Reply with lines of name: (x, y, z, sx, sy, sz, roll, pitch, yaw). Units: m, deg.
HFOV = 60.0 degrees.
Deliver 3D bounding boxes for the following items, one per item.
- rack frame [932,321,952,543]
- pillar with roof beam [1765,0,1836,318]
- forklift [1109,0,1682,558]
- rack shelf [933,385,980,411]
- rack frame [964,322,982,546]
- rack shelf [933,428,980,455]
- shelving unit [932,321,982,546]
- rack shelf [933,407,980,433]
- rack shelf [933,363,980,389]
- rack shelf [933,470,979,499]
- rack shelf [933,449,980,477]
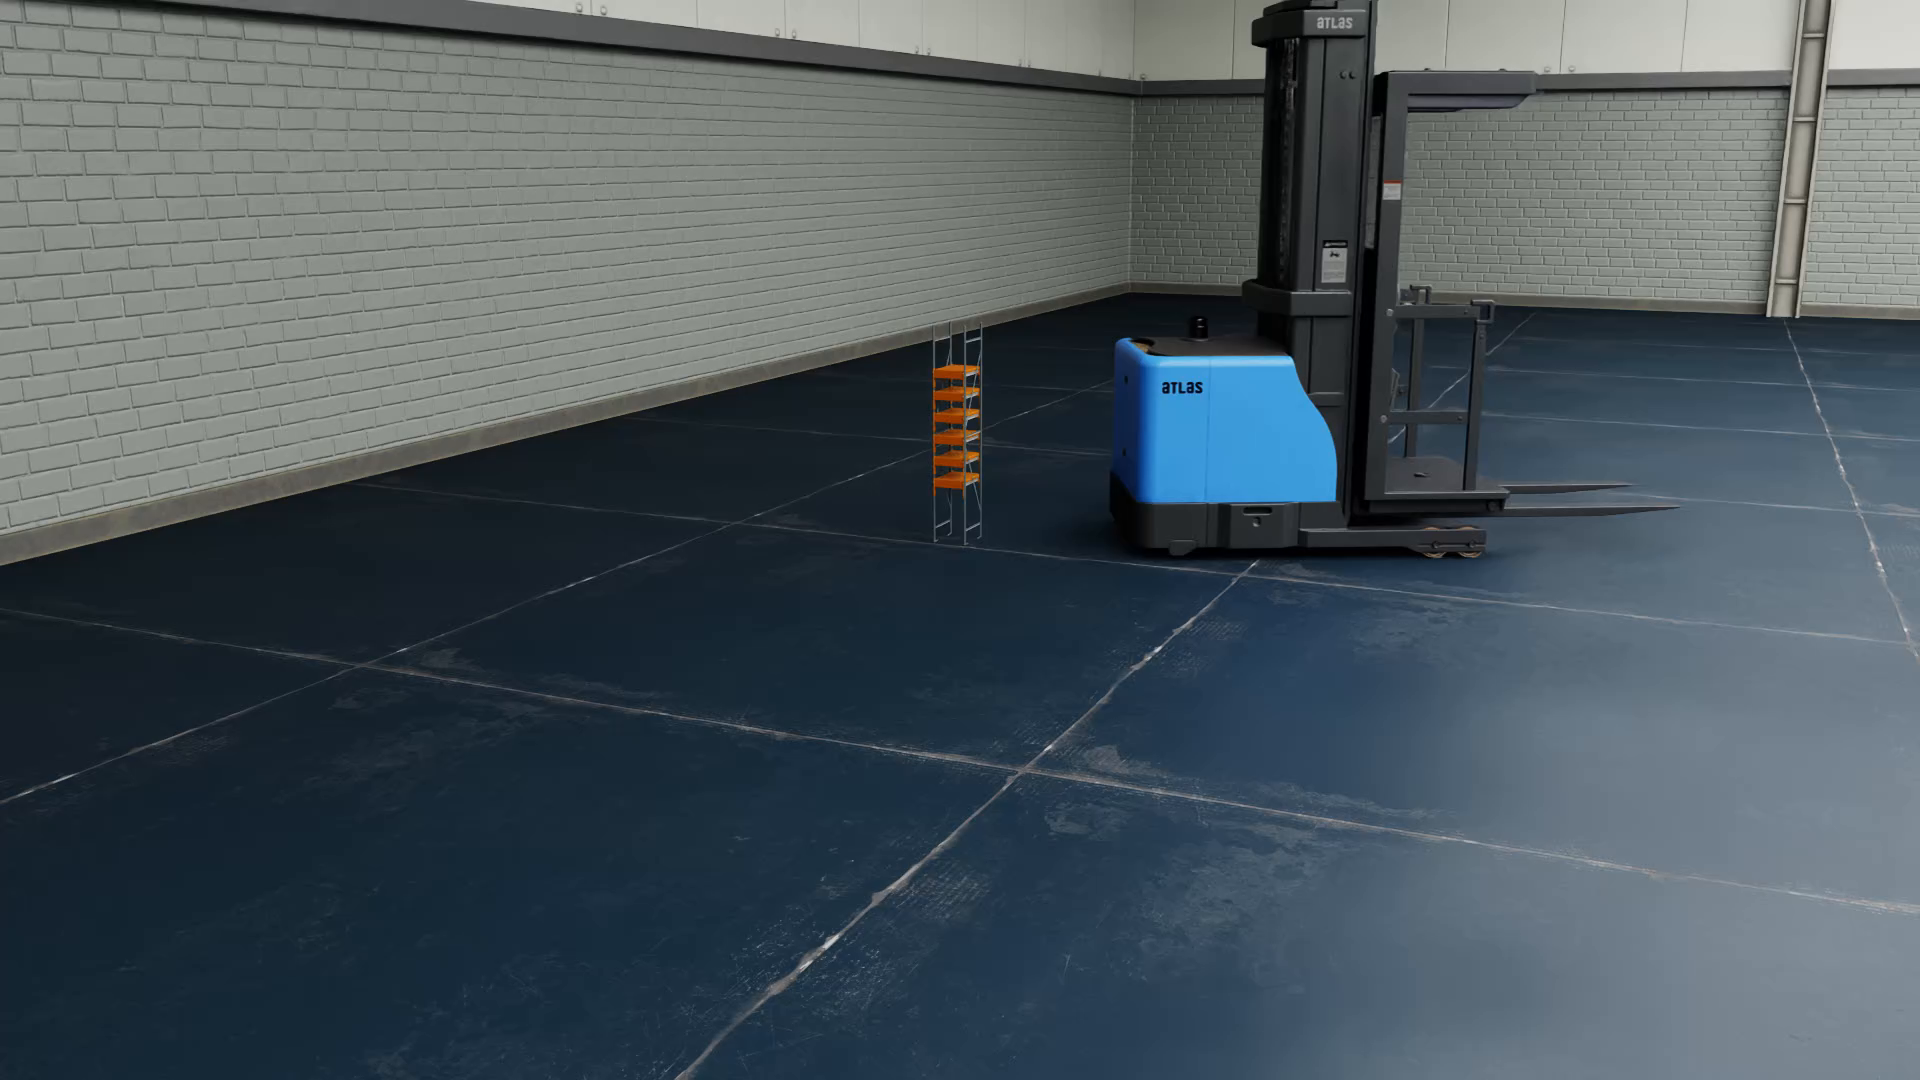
rack frame: (-0.097, -0.594, 9.160, 0.006, 1.200, 0.240, 6, 14, 23)
pillar with roof beam: (8.990, -6.404, 16.847, 0.400, 9.000, 9.100, 6, 14, 23)
forklift: (2.403, -1.450, 9.017, 3.031, 2.935, 1.130, -1, 13, -3)
rack shelf: (-0.013, -0.776, 9.079, 0.180, 0.103, 0.258, 6, 14, 23)
rack frame: (0.070, -0.577, 9.087, 0.006, 1.200, 0.240, 6, 14, 23)
rack shelf: (-0.013, -0.542, 9.134, 0.180, 0.103, 0.258, 6, 14, 23)
shelving unit: (-0.013, -0.585, 9.123, 0.189, 1.200, 0.258, 6, 14, 23)
rack shelf: (-0.013, -0.659, 9.106, 0.180, 0.103, 0.258, 6, 14, 23)
rack shelf: (-0.013, -0.893, 9.051, 0.180, 0.103, 0.258, 6, 14, 23)
rack shelf: (-0.013, -0.309, 9.188, 0.180, 0.103, 0.258, 6, 14, 23)
rack shelf: (-0.013, -0.425, 9.161, 0.180, 0.103, 0.258, 6, 14, 23)
